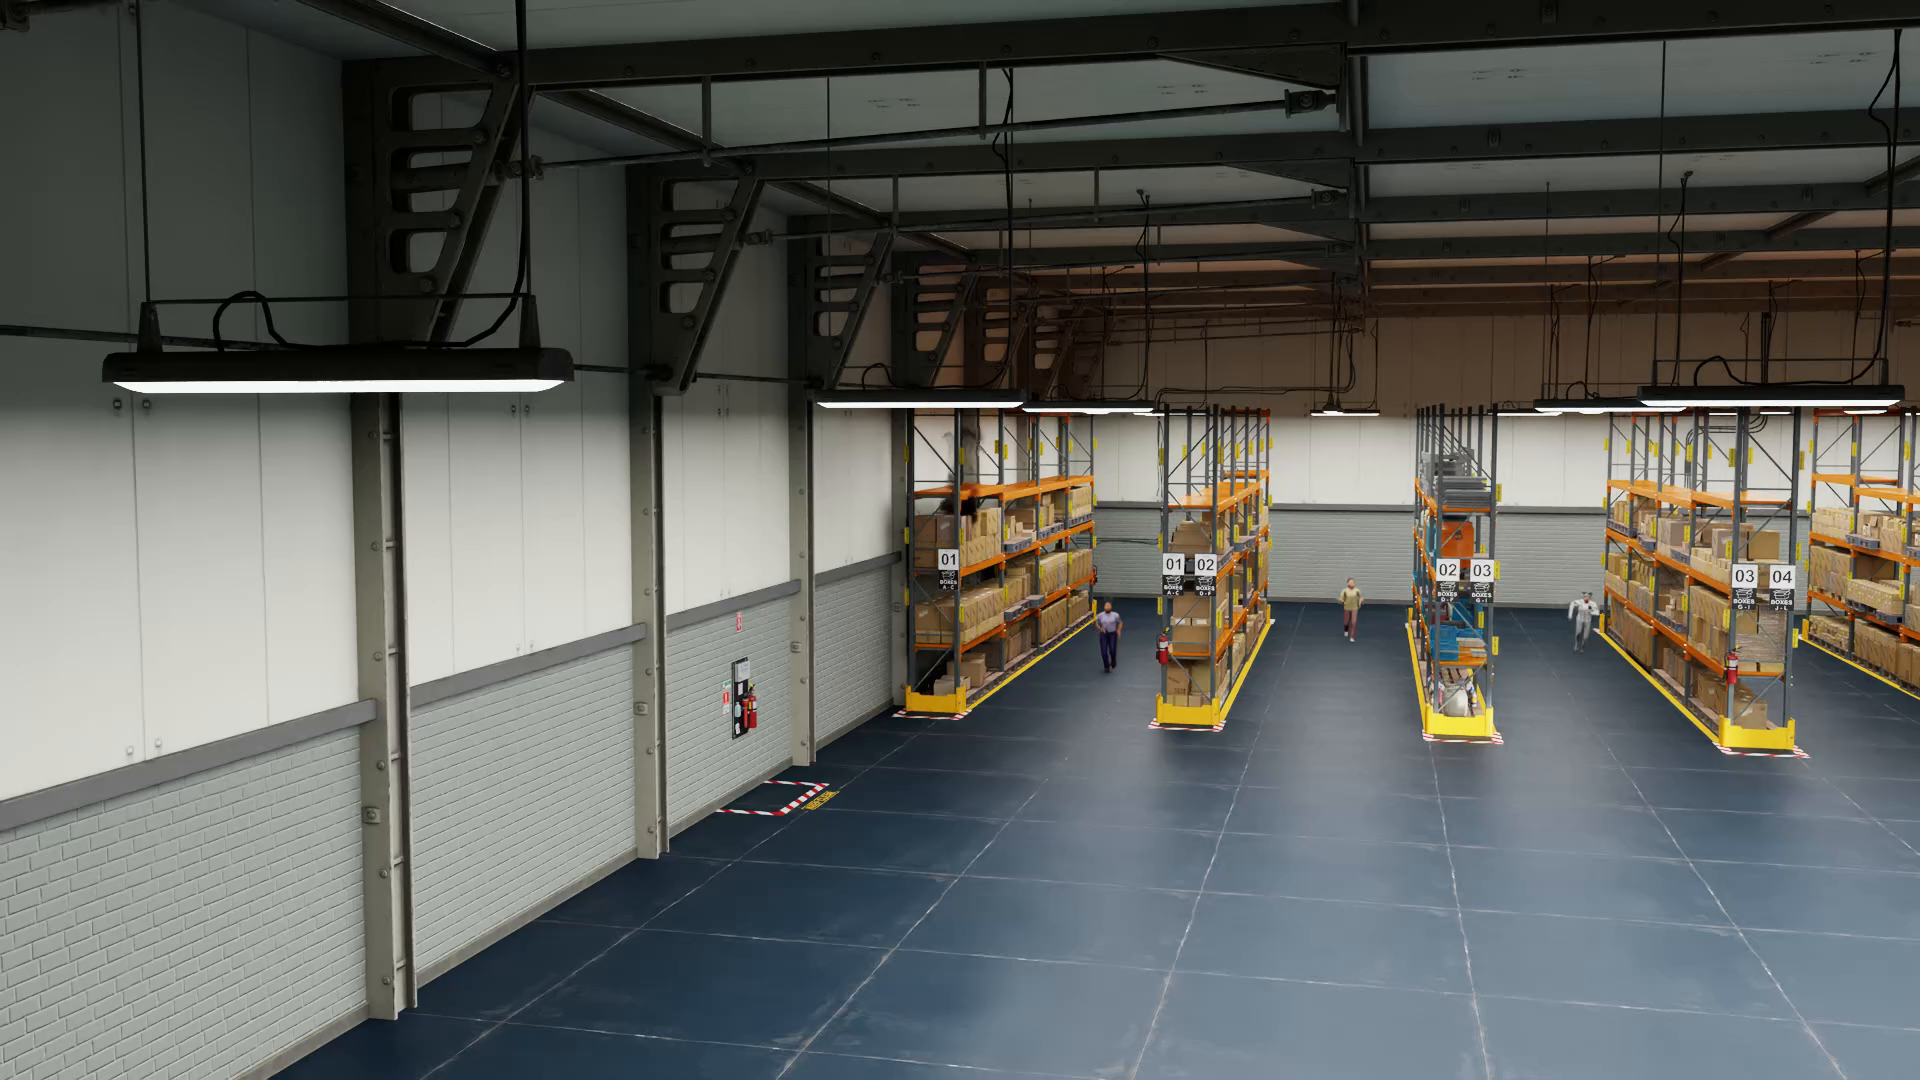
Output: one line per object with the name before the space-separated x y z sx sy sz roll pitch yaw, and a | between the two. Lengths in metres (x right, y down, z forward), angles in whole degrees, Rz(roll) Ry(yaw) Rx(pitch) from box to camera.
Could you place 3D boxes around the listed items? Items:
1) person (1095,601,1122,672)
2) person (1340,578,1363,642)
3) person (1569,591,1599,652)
person | 3.351 2.194 37.513 0.600 1.608 0.530 1 4 8
person | 10.071 1.792 42.803 0.588 1.628 0.758 1 4 9
person | 15.262 2.011 40.670 0.670 1.568 0.749 1 4 16
